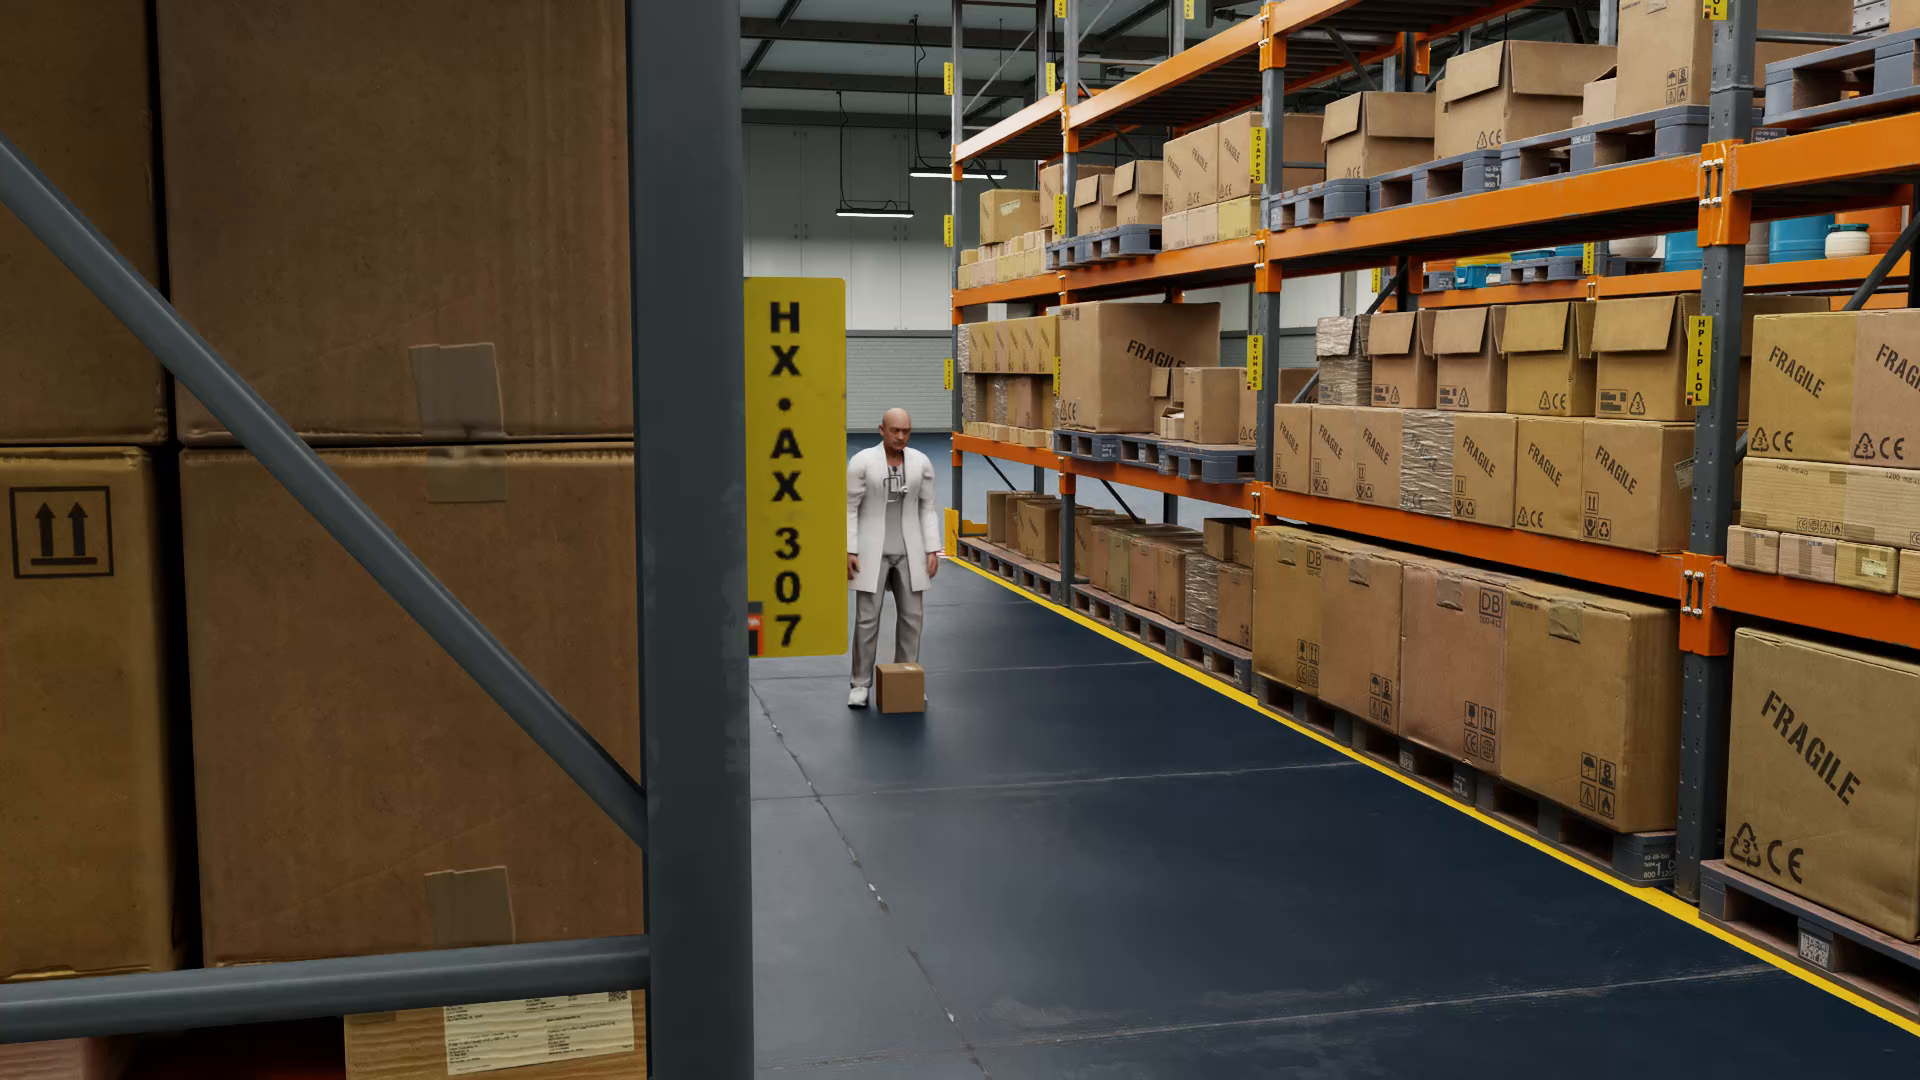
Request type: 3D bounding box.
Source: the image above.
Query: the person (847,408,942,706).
[{"bbox_3d":[-0.415,0.093,10.002,0.644,1.772,0.429,-2,6,-17],"label":"person"}]
